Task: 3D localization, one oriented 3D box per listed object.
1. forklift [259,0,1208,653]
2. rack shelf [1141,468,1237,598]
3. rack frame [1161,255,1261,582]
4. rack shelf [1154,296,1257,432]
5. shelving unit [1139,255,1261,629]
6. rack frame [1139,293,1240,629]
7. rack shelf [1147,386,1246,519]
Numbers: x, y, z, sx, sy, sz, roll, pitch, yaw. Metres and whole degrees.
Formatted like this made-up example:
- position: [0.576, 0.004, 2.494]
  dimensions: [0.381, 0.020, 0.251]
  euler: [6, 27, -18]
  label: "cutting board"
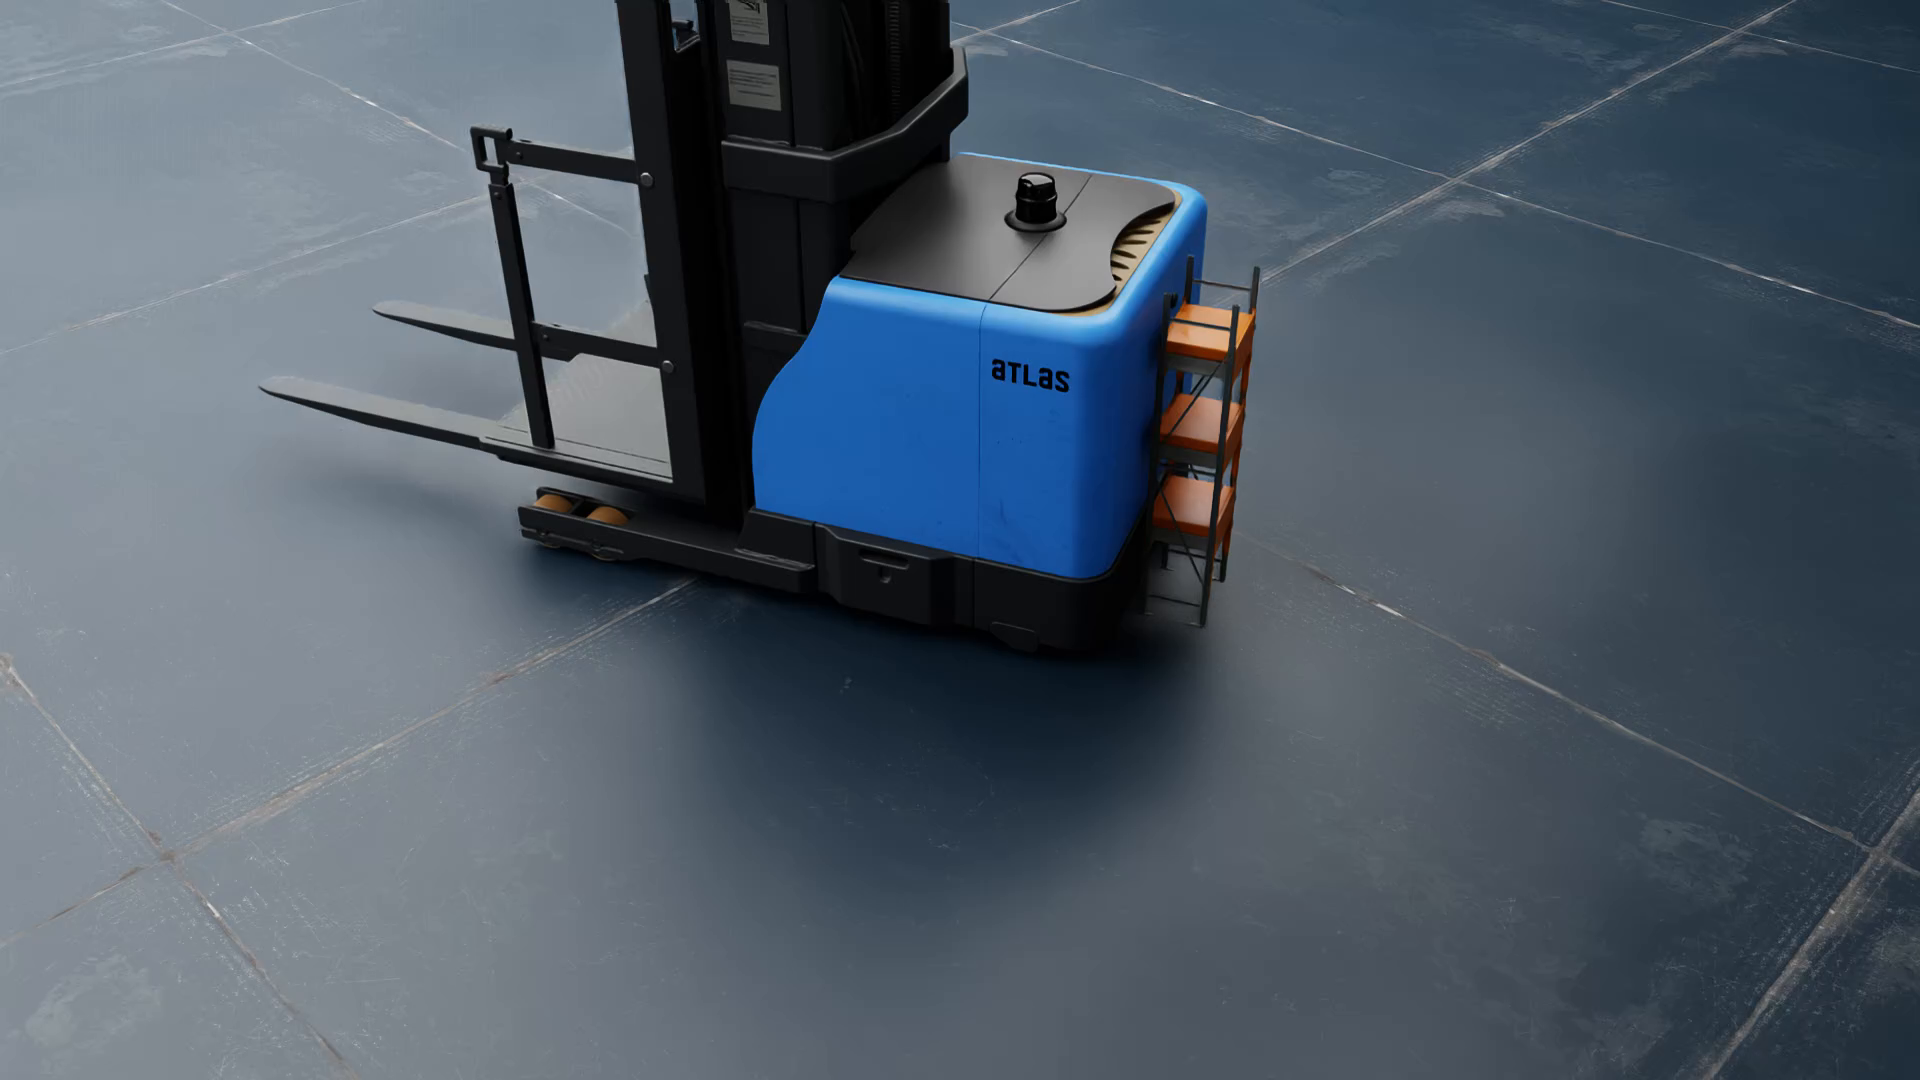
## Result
- position: [-0.834, -1.405, 4.702]
  dimensions: [3.031, 2.935, 1.130]
  euler: [12, 37, 17]
  label: "forklift"
- position: [0.669, -0.022, 4.867]
  dimensions: [0.215, 0.259, 0.240]
  euler: [12, 37, 17]
  label: "rack shelf"
- position: [0.713, -0.323, 4.796]
  dimensions: [0.200, 1.050, 0.008]
  euler: [12, 37, 17]
  label: "rack frame"
- position: [0.670, -0.482, 4.546]
  dimensions: [0.215, 0.259, 0.240]
  euler: [12, 37, 17]
  label: "rack shelf"
- position: [0.670, -0.258, 4.702]
  dimensions: [0.215, 1.050, 0.252]
  euler: [12, 37, 17]
  label: "shelving unit"
- position: [0.626, -0.193, 4.609]
  dimensions: [0.200, 1.050, 0.008]
  euler: [12, 37, 17]
  label: "rack frame"
- position: [0.670, -0.250, 4.708]
  dimensions: [0.215, 0.259, 0.240]
  euler: [12, 37, 17]
  label: "rack shelf"
